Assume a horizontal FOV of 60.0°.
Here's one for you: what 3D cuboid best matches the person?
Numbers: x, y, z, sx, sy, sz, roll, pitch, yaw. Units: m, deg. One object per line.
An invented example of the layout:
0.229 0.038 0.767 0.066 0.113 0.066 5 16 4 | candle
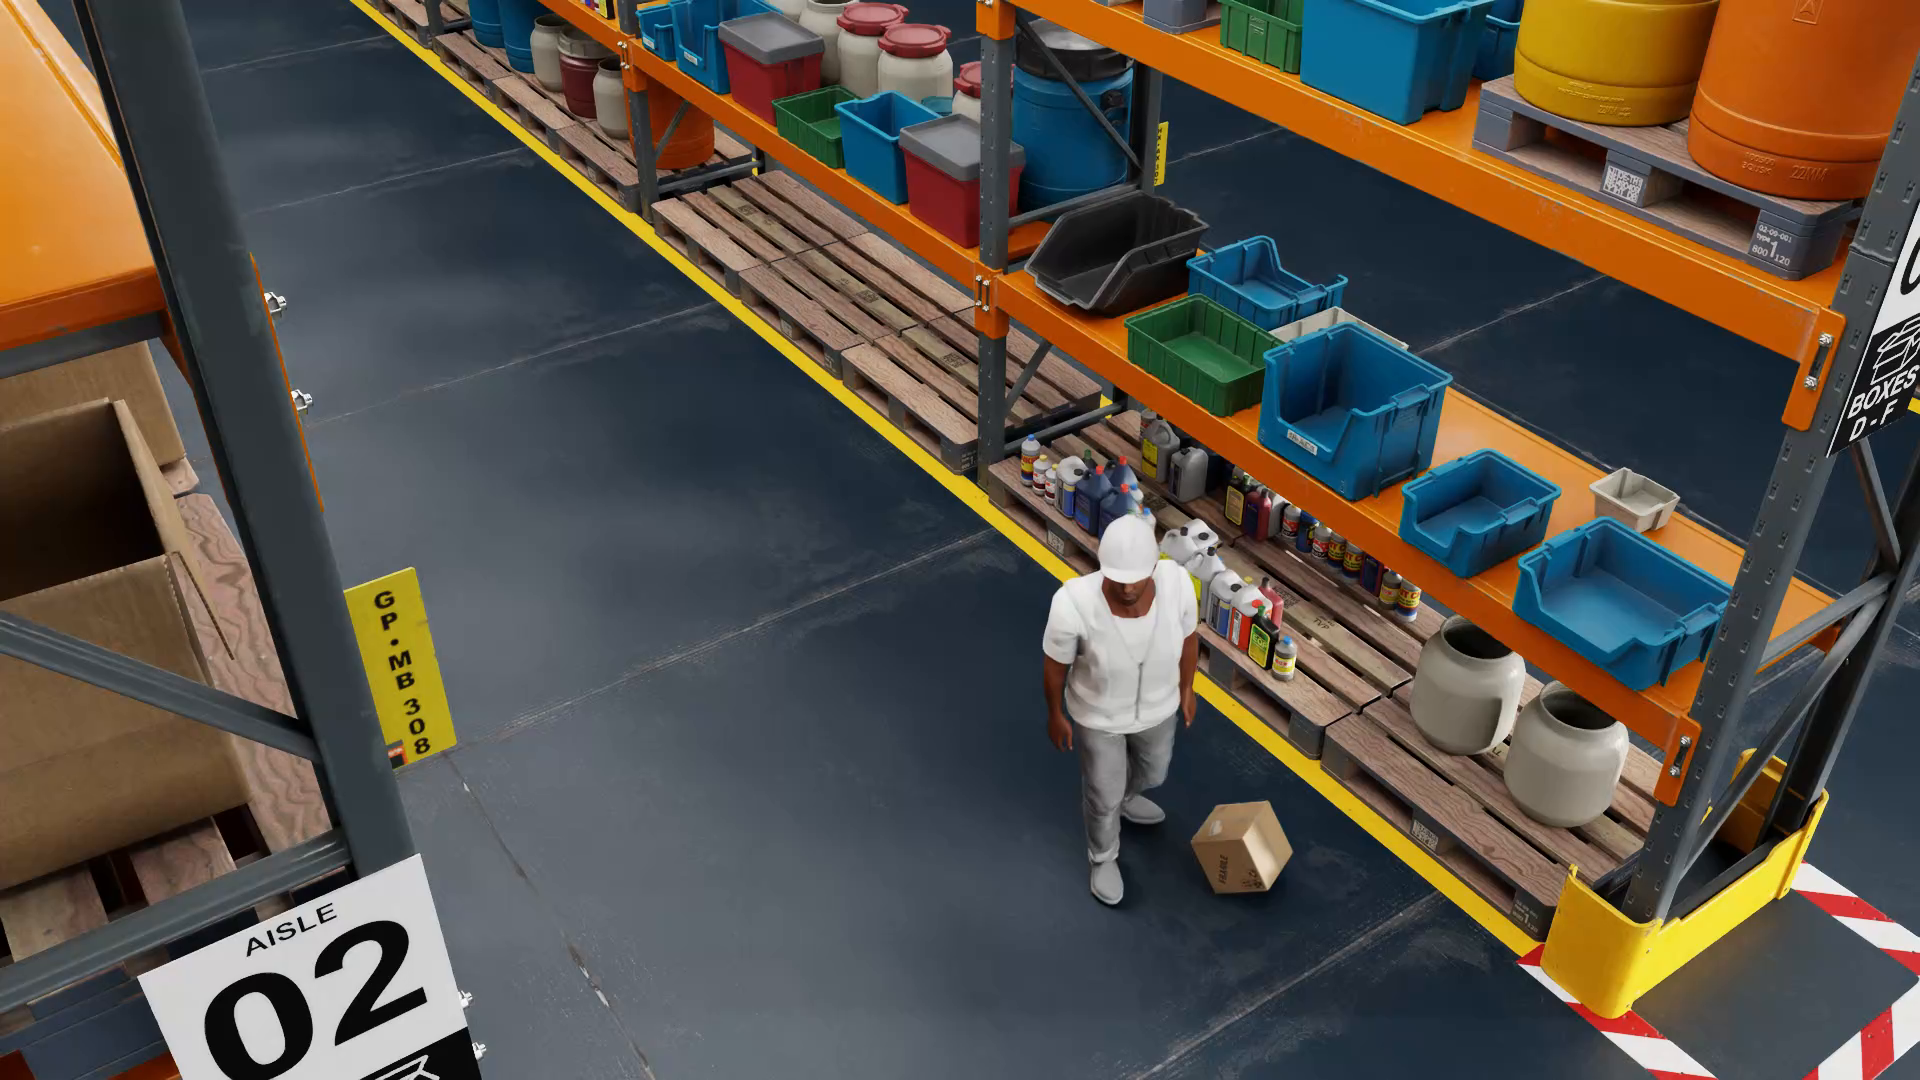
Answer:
0.582 0.573 6.202 0.600 1.755 0.581 -10 37 -13 | person
